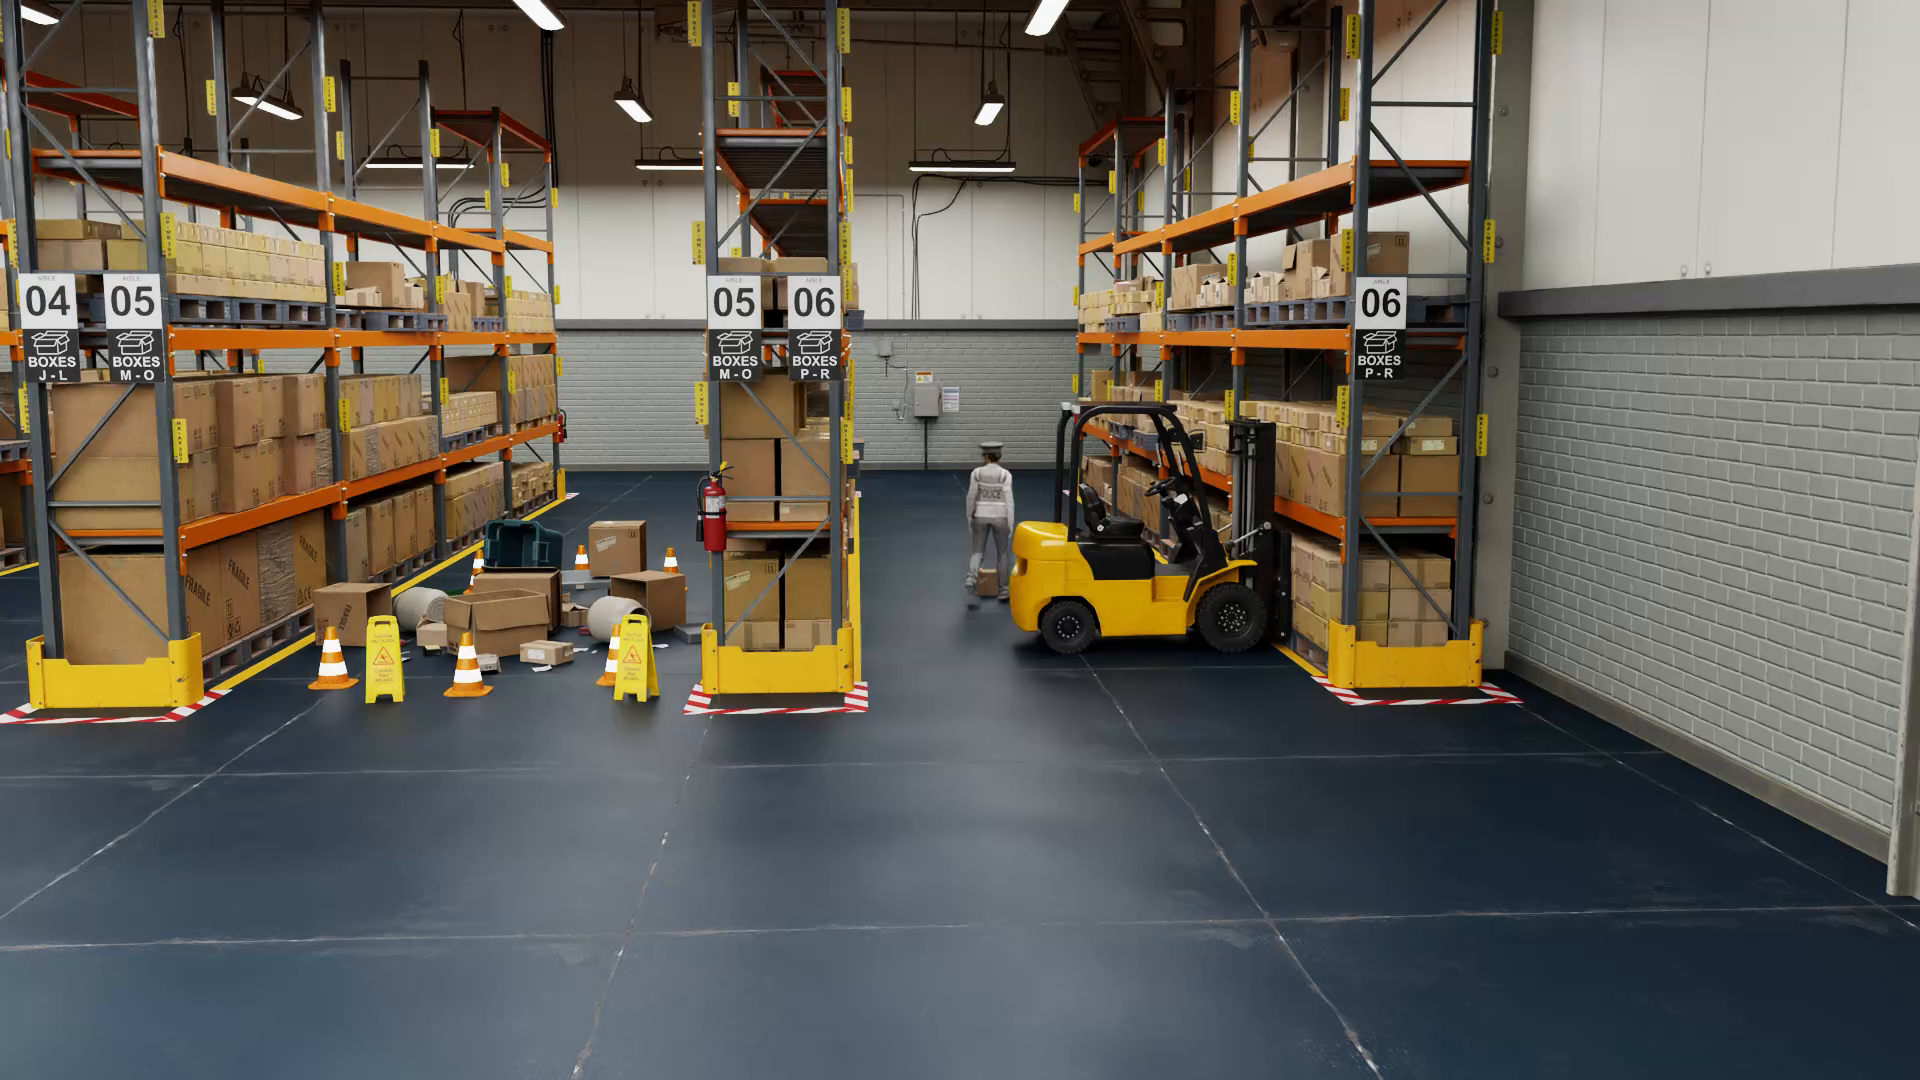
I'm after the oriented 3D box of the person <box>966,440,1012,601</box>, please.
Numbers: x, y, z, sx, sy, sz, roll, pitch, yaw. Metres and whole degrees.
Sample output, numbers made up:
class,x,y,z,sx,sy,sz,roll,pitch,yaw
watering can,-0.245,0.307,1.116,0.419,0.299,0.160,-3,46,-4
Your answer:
class,x,y,z,sx,sy,sz,roll,pitch,yaw
person,0.297,-0.194,17.295,0.482,1.683,0.343,0,7,-3
